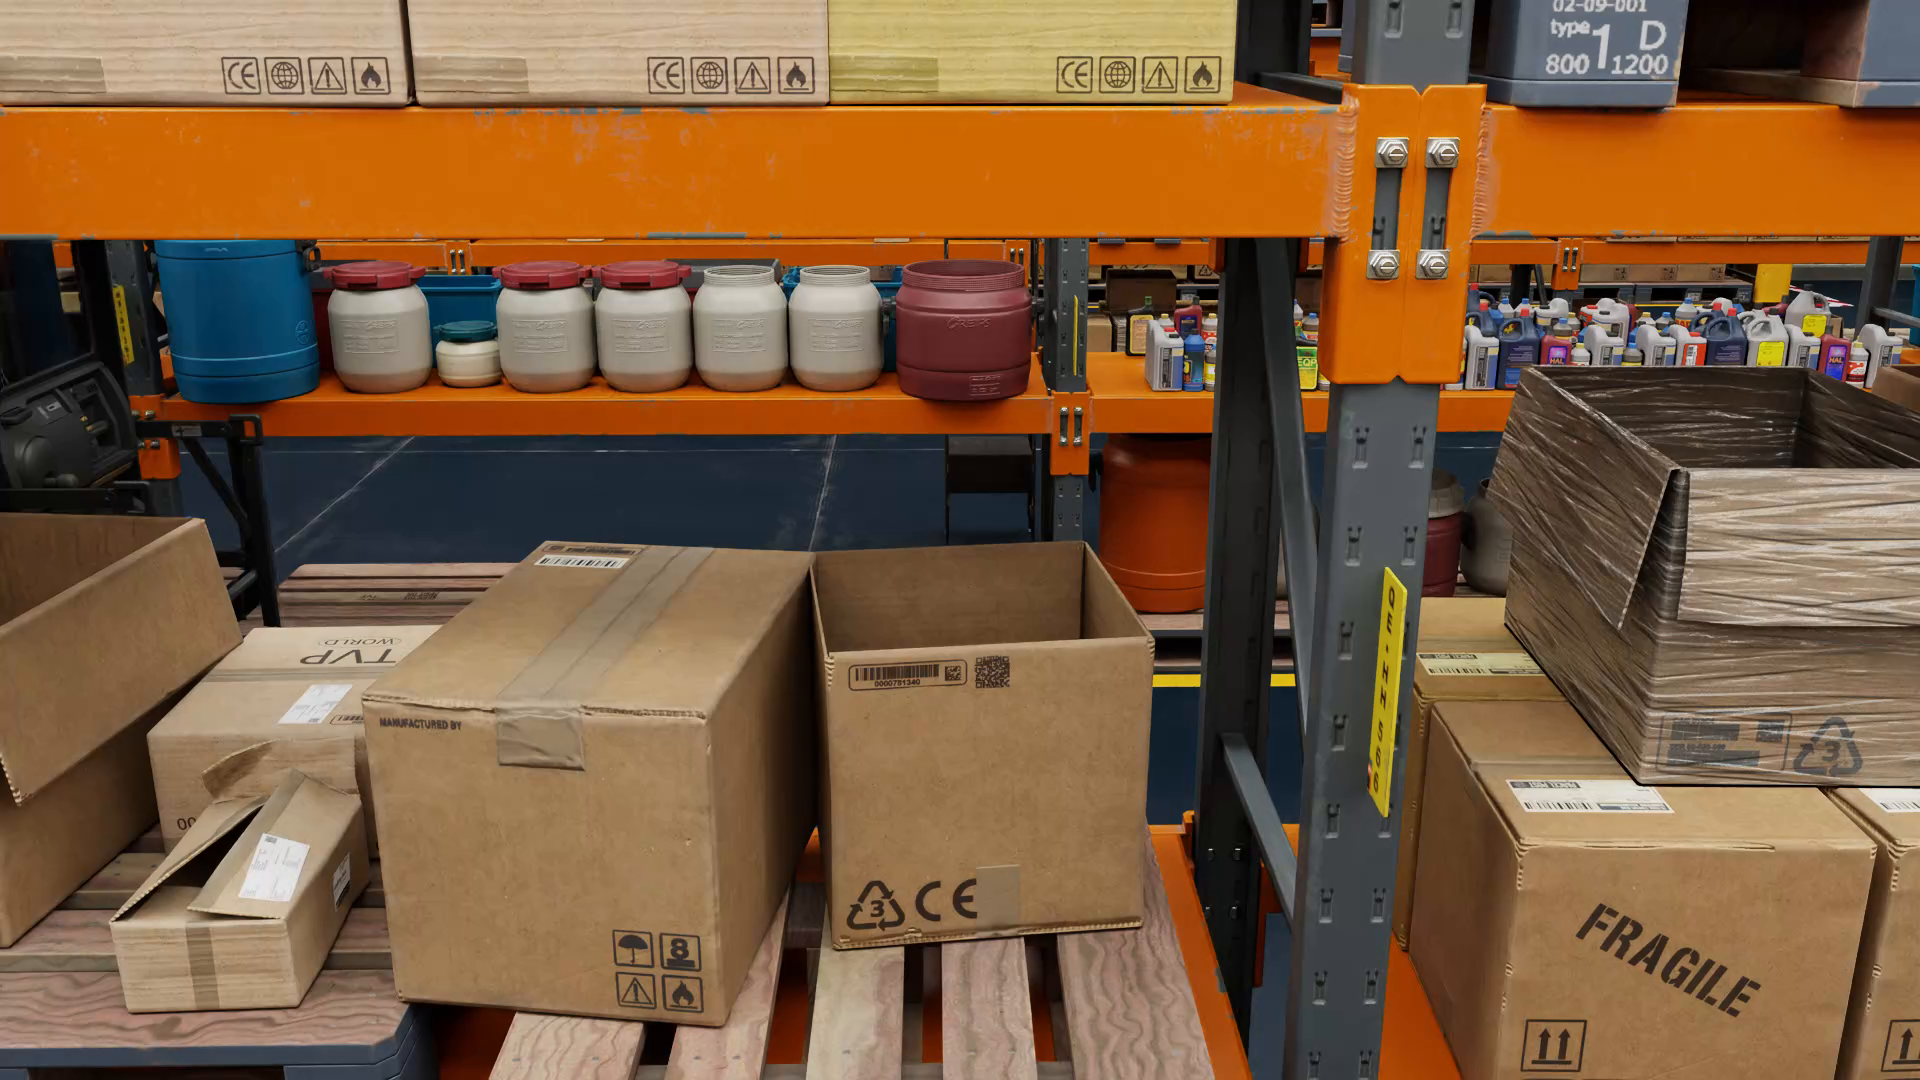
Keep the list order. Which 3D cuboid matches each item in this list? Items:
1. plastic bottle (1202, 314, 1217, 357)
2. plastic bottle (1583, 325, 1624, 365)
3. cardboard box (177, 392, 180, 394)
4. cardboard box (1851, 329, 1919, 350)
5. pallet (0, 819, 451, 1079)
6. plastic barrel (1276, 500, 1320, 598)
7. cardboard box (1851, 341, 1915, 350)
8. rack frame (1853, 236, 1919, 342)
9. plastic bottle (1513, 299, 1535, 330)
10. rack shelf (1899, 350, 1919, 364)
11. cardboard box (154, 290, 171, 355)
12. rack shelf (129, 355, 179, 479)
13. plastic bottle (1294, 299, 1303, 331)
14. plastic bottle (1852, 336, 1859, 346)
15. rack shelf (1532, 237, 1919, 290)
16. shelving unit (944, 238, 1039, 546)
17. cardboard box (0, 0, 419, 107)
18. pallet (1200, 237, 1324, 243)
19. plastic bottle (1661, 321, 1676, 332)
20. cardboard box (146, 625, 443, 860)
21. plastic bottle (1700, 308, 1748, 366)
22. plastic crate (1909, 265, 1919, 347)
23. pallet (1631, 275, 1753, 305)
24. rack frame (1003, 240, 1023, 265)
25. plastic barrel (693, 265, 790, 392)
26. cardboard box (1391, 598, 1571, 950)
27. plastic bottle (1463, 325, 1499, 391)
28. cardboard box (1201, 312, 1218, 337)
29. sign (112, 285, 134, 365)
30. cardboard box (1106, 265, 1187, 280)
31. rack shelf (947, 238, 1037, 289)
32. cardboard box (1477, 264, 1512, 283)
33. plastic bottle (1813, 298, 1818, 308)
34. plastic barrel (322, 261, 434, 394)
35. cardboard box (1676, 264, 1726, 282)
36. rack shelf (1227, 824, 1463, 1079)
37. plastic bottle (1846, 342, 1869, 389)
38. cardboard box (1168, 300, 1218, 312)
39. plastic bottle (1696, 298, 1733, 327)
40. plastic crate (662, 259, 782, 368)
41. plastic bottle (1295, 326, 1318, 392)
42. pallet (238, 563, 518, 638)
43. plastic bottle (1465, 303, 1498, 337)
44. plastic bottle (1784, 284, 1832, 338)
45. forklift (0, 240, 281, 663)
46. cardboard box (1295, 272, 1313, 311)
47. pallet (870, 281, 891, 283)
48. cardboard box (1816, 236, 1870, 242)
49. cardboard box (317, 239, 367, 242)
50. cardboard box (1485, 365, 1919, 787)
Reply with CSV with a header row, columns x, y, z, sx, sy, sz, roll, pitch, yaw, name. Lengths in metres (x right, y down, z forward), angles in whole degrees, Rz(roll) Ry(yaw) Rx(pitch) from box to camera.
x,y,z,sx,sy,sz,roll,pitch,yaw,name
1.219,-0.994,8.060,0.097,0.201,0.097,0,18,0,plastic bottle
2.850,-0.814,7.377,0.135,0.276,0.152,0,18,-1,plastic bottle
-5.559,-1.266,12.399,0.500,0.250,0.500,0,18,-1,cardboard box
7.352,-1.493,13.073,0.500,0.250,0.500,0,18,-1,cardboard box
-1.425,0.666,2.875,1.213,0.211,1.003,0,18,-1,pallet
1.527,-0.013,8.063,0.421,0.512,0.421,0,18,0,plastic barrel
6.910,-1.338,12.590,0.500,0.250,0.500,0,18,-1,cardboard box
4.475,-0.979,7.690,0.127,3.000,1.000,0,18,-1,rack frame
2.732,-1.034,8.072,0.097,0.271,0.097,0,18,0,plastic bottle
6.474,-0.646,7.830,4.000,0.370,1.077,0,18,-1,rack shelf
-5.559,-1.623,12.283,0.500,0.500,0.500,0,18,-1,cardboard box
-5.524,-0.589,7.649,4.000,0.370,1.077,0,18,-1,rack shelf
1.609,-1.029,8.055,0.097,0.271,0.097,0,18,0,plastic bottle
4.065,-0.822,7.525,0.097,0.201,0.097,0,18,0,plastic bottle
6.400,-2.159,12.546,4.000,0.370,1.077,0,18,-1,rack shelf
0.166,-1.001,9.229,0.503,2.100,0.431,0,18,-1,shelving unit
-0.916,-0.719,2.213,0.500,0.250,0.500,0,18,1,cardboard box
2.345,-2.392,12.409,1.213,0.211,1.003,0,18,-1,pallet
3.196,-0.851,7.501,0.097,0.271,0.097,0,18,0,plastic bottle
-1.126,0.362,3.067,0.500,0.250,0.500,-1,18,-2,cardboard box
3.376,-0.851,7.369,0.185,0.351,0.144,0,18,-1,plastic bottle
4.936,-1.107,8.015,0.575,0.384,0.392,0,18,-1,plastic crate
7.520,-2.669,17.522,1.213,0.211,1.003,0,18,-1,pallet
0.401,-2.473,12.346,0.127,3.000,1.000,0,18,-1,rack frame
-0.971,-0.941,7.388,0.421,0.512,0.421,0,18,0,plastic barrel
1.043,0.427,3.142,0.500,0.500,0.500,0,18,1,cardboard box
2.300,-0.811,7.368,0.135,0.276,0.152,0,18,-1,plastic bottle
1.885,-1.412,12.411,0.500,0.500,0.500,-1,18,-2,cardboard box
-3.527,-0.905,7.003,0.005,0.325,0.100,0,18,-1,sign
1.932,-3.128,17.220,0.750,0.750,0.750,0,18,-1,cardboard box
0.166,-1.654,9.020,0.480,0.518,0.431,0,18,-1,rack shelf
5.570,-2.989,17.358,0.500,0.500,0.700,0,18,-1,cardboard box
4.101,-1.052,8.108,0.133,0.283,0.061,0,18,-1,plastic bottle
-2.564,-0.943,7.354,0.433,0.535,0.433,0,18,0,plastic barrel
7.619,-3.000,17.394,0.500,0.500,0.700,0,18,-1,cardboard box
2.553,0.886,3.054,4.000,0.370,1.077,0,18,-1,rack shelf
3.970,-0.775,7.379,0.097,0.201,0.097,0,18,0,plastic bottle
1.850,-1.571,12.905,0.500,0.500,0.500,-1,18,-3,cardboard box
3.640,-1.033,8.059,0.135,0.276,0.152,0,18,-1,plastic bottle
-1.145,-1.076,7.887,0.583,0.464,0.402,0,18,-1,plastic crate
1.510,-0.797,7.312,0.133,0.283,0.061,0,18,-1,plastic bottle
-2.740,0.371,8.044,1.213,0.211,1.003,0,18,-1,pallet
2.322,-0.892,7.498,0.185,0.351,0.144,0,18,-1,plastic bottle
4.077,-1.053,8.000,0.185,0.351,0.144,0,18,-1,plastic bottle
-3.124,-0.450,6.152,3.031,2.935,1.130,0,18,-1,forklift
2.411,-1.933,12.808,0.500,0.250,0.500,-1,18,-2,cardboard box
-0.463,-2.655,17.478,1.213,0.211,1.003,0,18,-1,pallet
6.435,-2.467,12.164,0.500,0.500,0.500,-1,18,-2,cardboard box
-4.570,-2.493,12.244,0.500,0.500,0.700,0,18,-1,cardboard box
1.285,0.029,2.741,0.637,0.503,0.797,0,18,1,cardboard box
